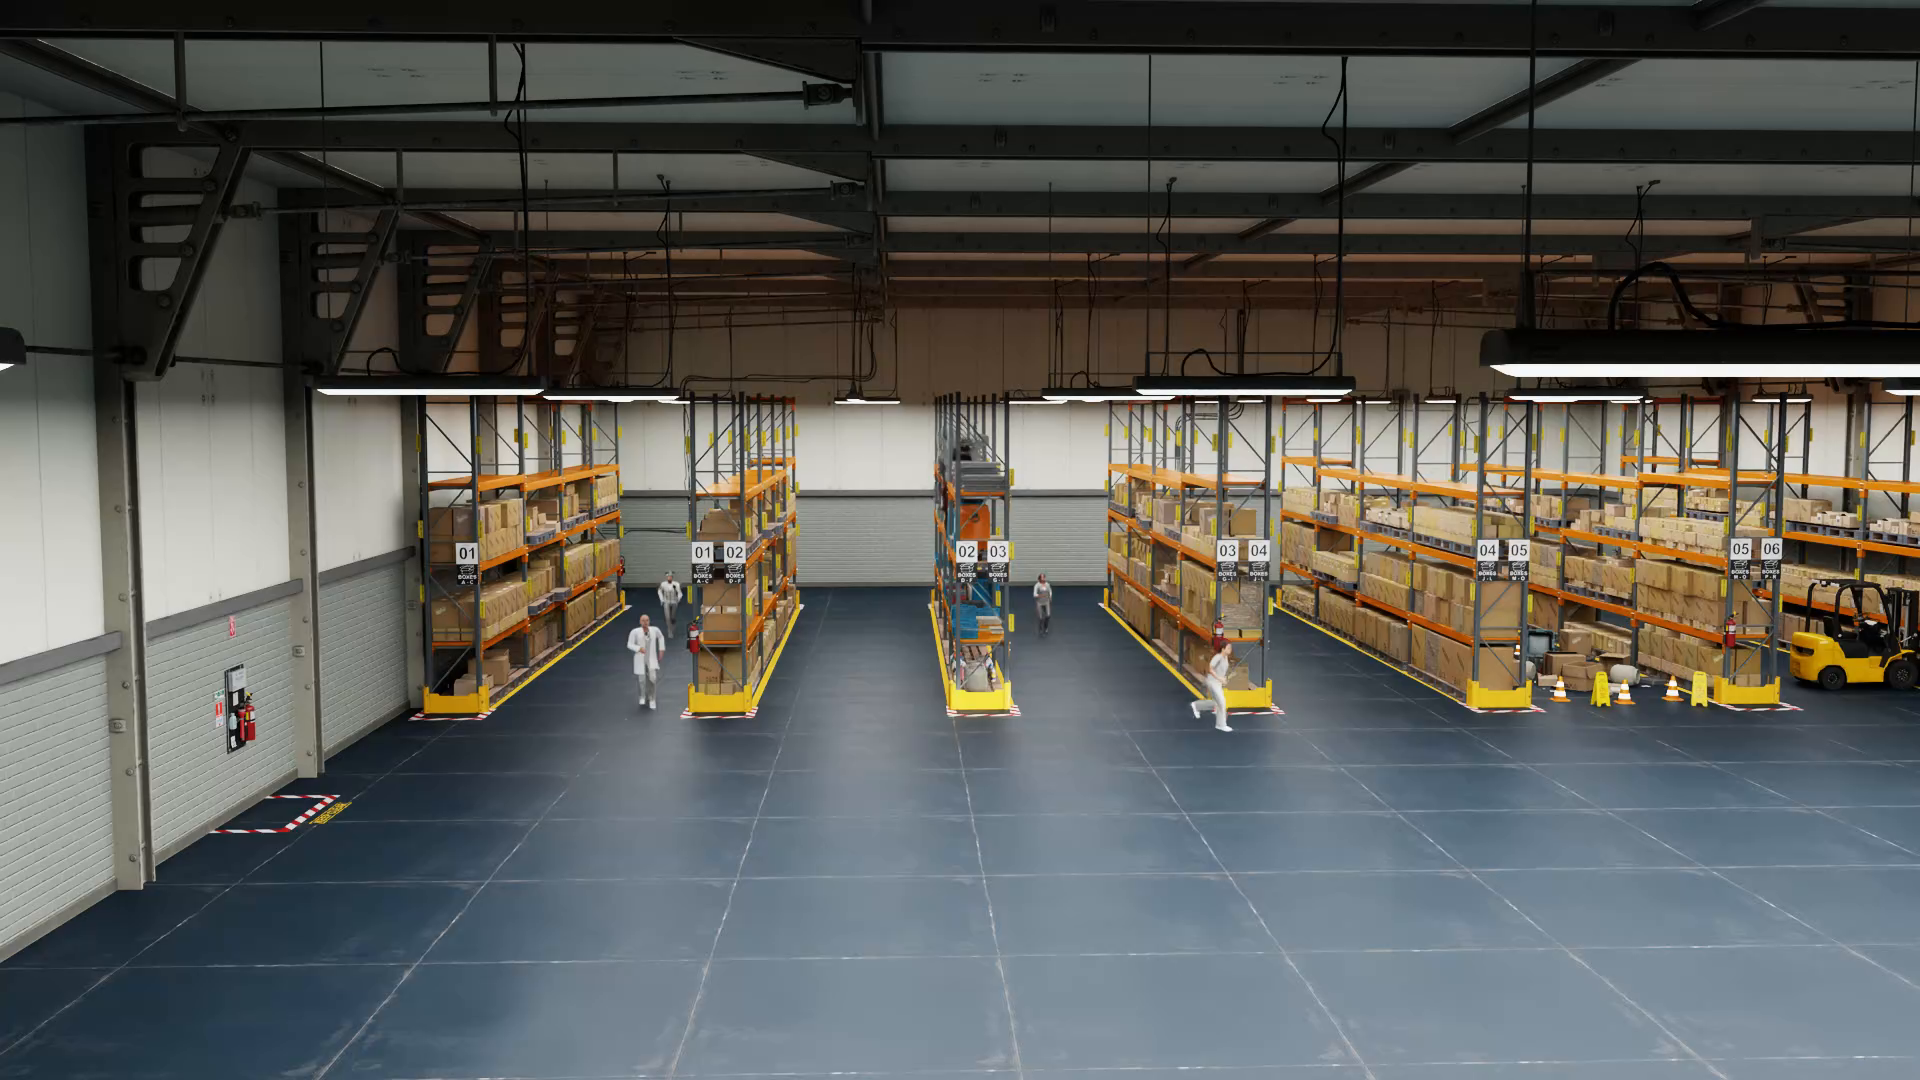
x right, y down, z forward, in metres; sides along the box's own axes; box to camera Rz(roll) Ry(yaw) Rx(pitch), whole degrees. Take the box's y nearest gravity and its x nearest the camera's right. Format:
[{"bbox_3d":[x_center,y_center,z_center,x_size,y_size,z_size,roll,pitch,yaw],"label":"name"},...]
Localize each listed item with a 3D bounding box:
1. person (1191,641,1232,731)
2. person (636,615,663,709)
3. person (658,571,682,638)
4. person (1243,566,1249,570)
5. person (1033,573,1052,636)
[{"bbox_3d":[4.454,2.569,29.532,0.786,1.617,0.538,3,6,37],"label":"person"},{"bbox_3d":[-5.946,2.330,31.584,0.687,1.840,0.796,-1,5,-18],"label":"person"},{"bbox_3d":[-7.236,1.583,41.513,0.603,1.671,0.760,-1,5,-11],"label":"person"},{"bbox_3d":[8.571,0.997,48.517,0.690,1.761,0.824,-3,5,-30],"label":"person"},{"bbox_3d":[2.073,1.609,41.352,0.511,1.570,0.636,-1,5,-11],"label":"person"}]
